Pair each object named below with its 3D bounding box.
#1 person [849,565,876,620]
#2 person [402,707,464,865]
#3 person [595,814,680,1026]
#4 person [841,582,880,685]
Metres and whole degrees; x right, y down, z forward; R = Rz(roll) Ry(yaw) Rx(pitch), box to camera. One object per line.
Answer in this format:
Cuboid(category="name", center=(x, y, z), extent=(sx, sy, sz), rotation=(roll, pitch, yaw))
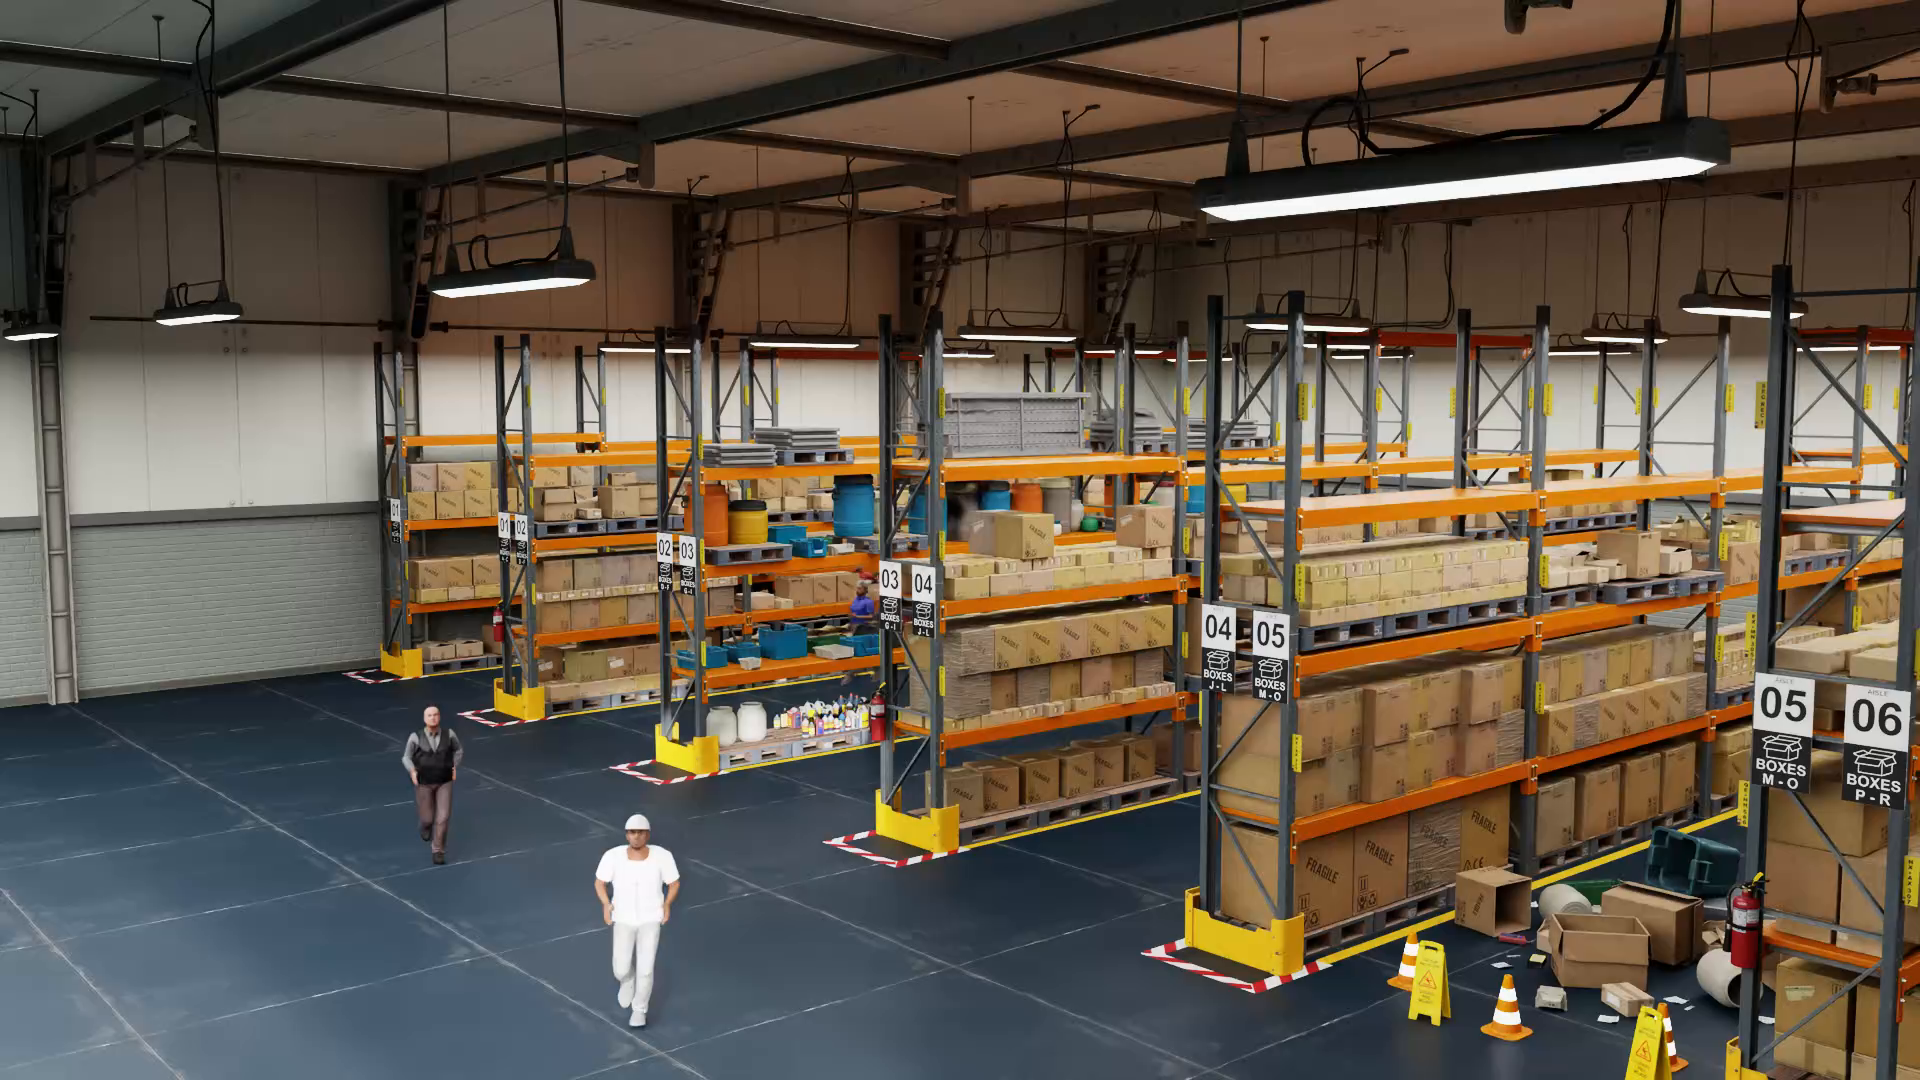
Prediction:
Cuboid(category="person", center=(-2.046, 1.231, 33.680), extent=(0.673, 1.701, 0.900), rotation=(3, 6, 32))
Cuboid(category="person", center=(-5.780, 2.669, 18.289), extent=(0.661, 1.694, 0.733), rotation=(-2, 6, -23))
Cuboid(category="person", center=(-2.621, 3.075, 13.523), extent=(0.683, 1.717, 0.575), rotation=(-1, 5, -10))
Cuboid(category="person", center=(-1.636, 1.537, 27.468), extent=(0.572, 1.691, 0.869), rotation=(4, 7, 38))
